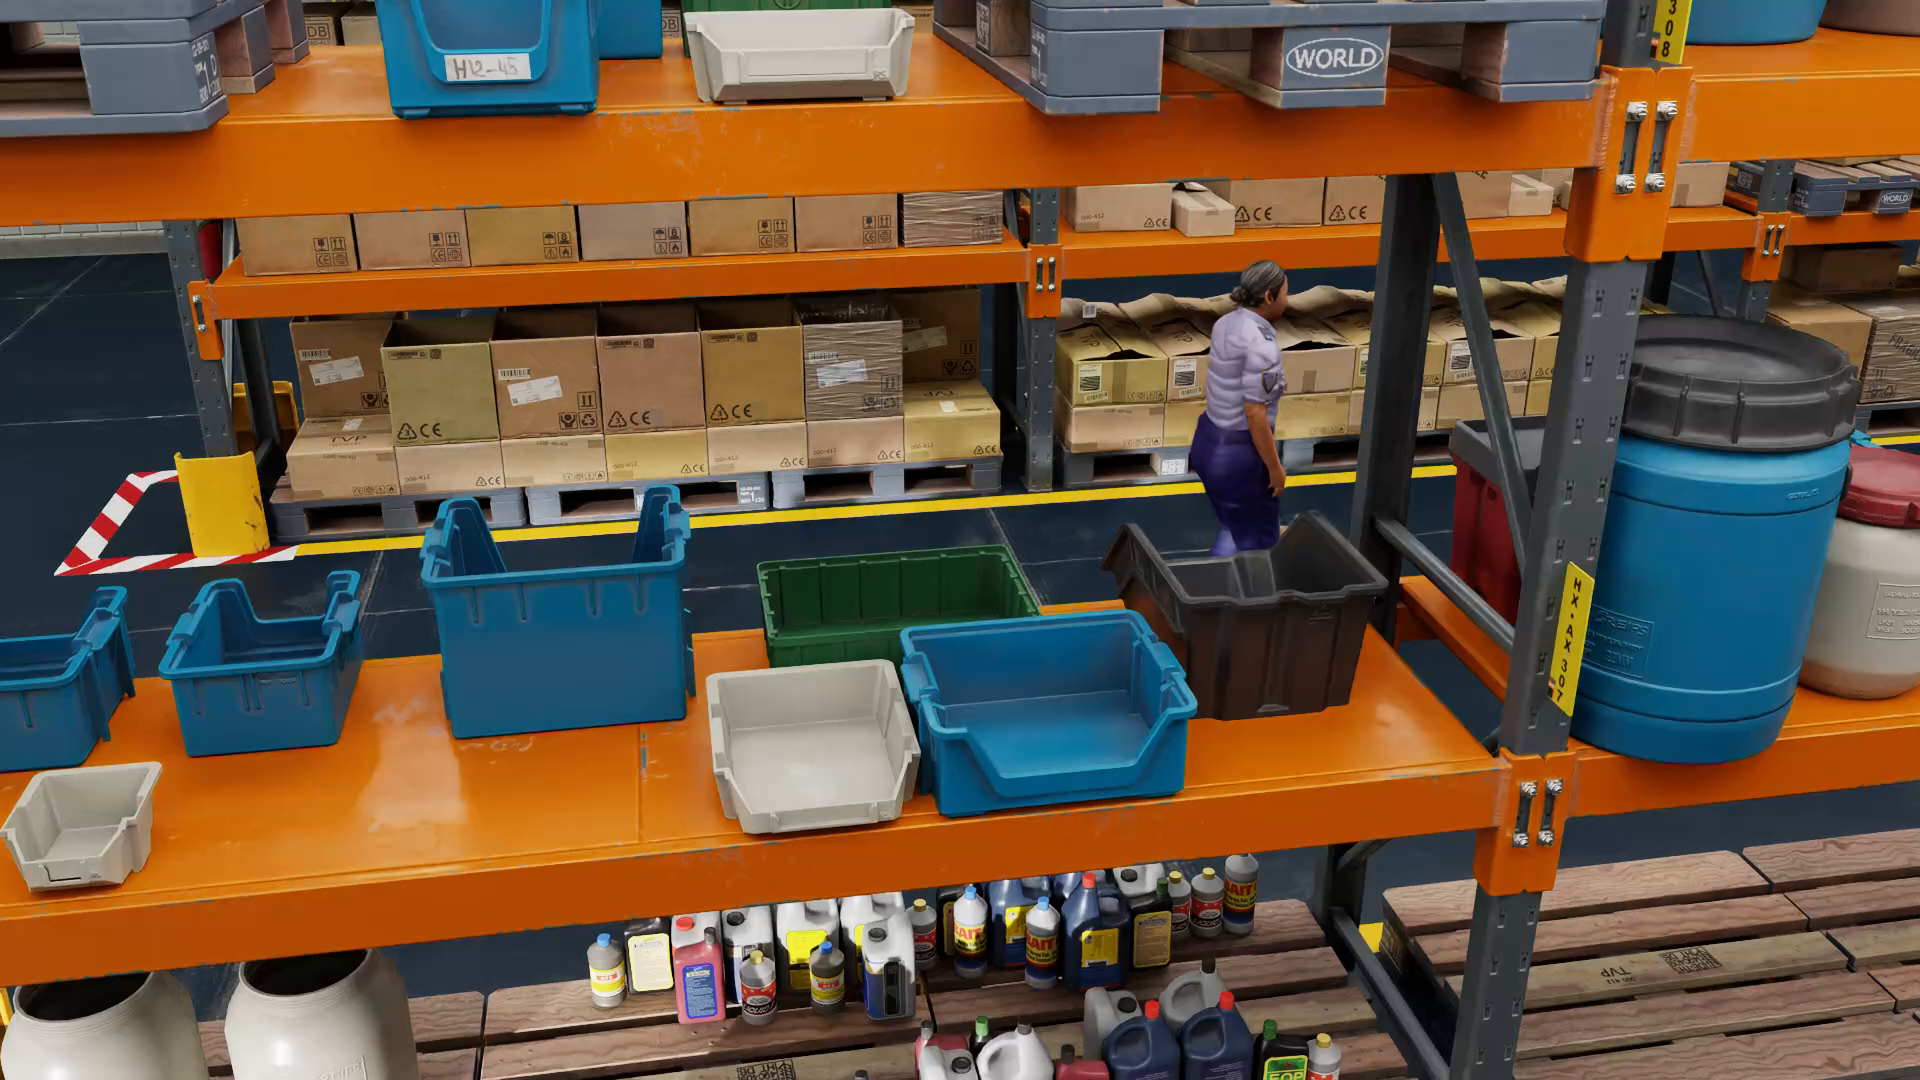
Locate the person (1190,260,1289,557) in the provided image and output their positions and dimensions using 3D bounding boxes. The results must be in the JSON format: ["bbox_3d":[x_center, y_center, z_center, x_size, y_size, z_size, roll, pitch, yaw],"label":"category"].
[{"bbox_3d":[1.192,-0.339,6.885,0.421,1.654,0.532,-5,24,-11],"label":"person"}]
